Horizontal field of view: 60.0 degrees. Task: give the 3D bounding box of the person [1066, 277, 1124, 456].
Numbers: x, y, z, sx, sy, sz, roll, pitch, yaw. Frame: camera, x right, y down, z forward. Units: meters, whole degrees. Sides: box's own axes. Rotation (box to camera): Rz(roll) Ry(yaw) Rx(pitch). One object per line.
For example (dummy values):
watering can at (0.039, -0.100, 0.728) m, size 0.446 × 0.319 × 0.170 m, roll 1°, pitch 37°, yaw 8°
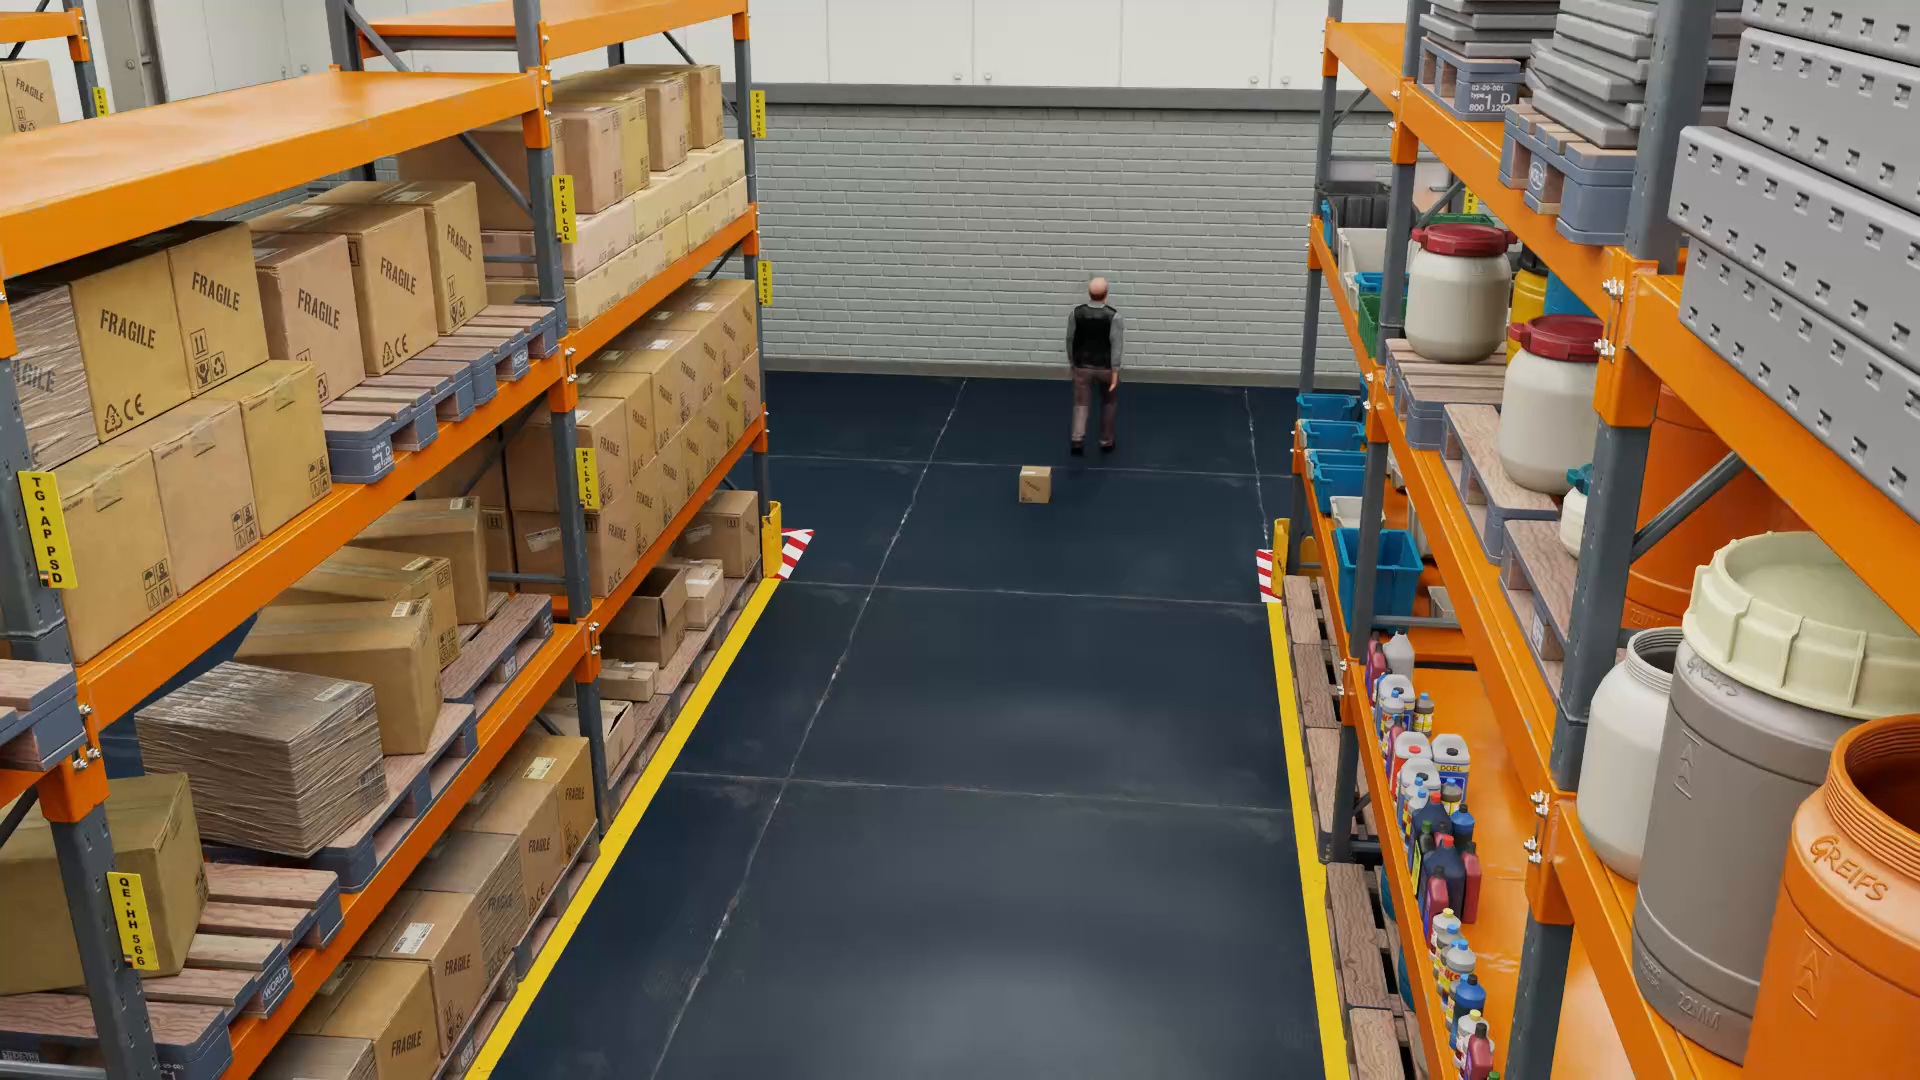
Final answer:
person at (1.223, -1.567, 15.190) m, size 0.537 × 1.690 × 0.899 m, roll 5°, pitch 22°, yaw 13°
